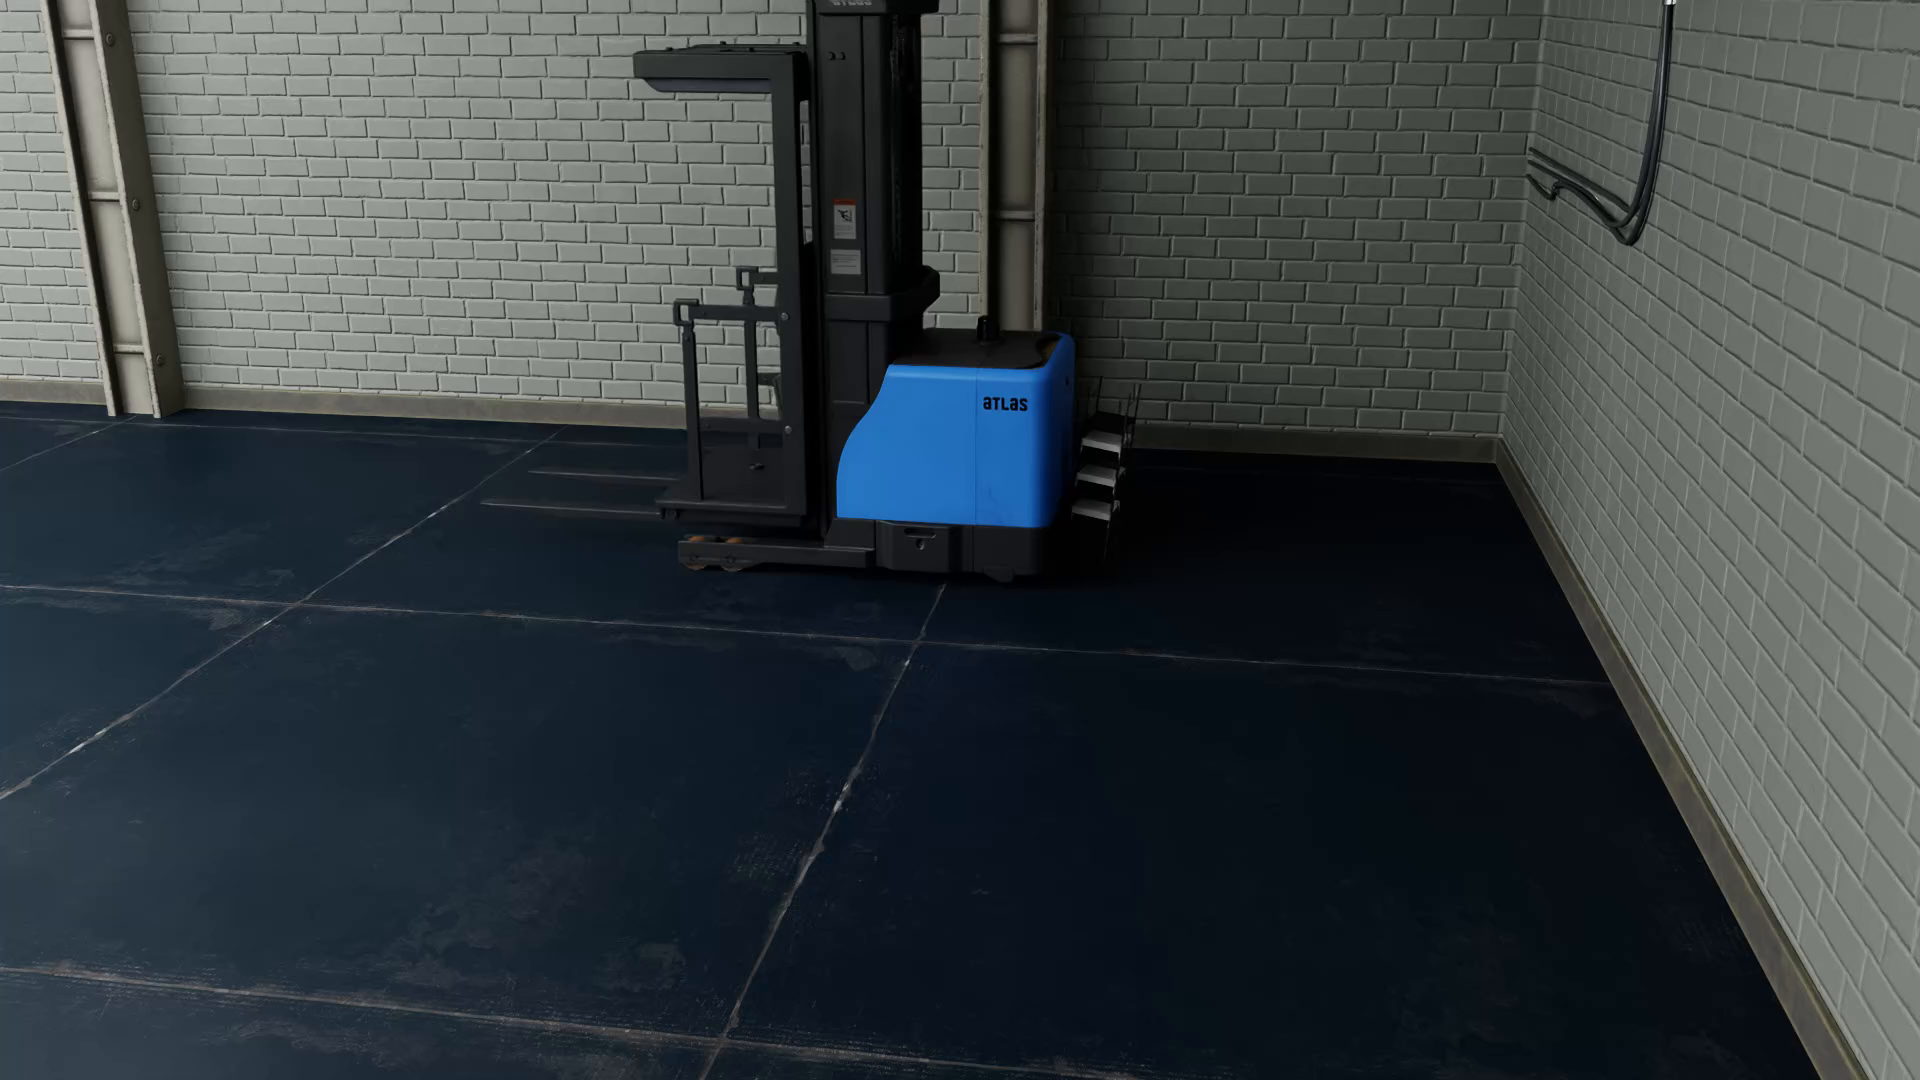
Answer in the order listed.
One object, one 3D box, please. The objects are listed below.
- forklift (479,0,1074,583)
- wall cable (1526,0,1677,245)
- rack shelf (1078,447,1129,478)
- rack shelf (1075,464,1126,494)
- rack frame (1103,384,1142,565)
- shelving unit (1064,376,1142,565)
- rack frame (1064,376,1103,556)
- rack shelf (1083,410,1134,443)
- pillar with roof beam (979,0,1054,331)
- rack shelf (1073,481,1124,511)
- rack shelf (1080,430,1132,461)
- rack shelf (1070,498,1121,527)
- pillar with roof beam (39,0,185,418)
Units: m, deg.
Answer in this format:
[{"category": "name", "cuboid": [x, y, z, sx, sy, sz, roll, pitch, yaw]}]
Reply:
[{"category": "forklift", "cuboid": [-0.960, -1.390, 8.337, 3.031, 2.935, 1.130, 3, 19, 10]}, {"category": "wall cable", "cuboid": [3.034, -2.816, 7.932, 0.112, 2.526, 3.097, 3, 19, 9]}, {"category": "rack shelf", "cuboid": [0.727, -0.404, 8.385, 0.200, 0.077, 0.258, 13, 22, 16]}, {"category": "rack shelf", "cuboid": [0.717, -0.321, 8.417, 0.200, 0.077, 0.258, 13, 22, 16]}, {"category": "rack frame", "cuboid": [0.816, -0.329, 8.377, 0.006, 0.900, 0.240, 13, 22, 16]}, {"category": "shelving unit", "cuboid": [0.721, -0.352, 8.405, 0.210, 0.900, 0.258, 13, 22, 16]}, {"category": "rack frame", "cuboid": [0.625, -0.374, 8.433, 0.006, 0.900, 0.240, 13, 22, 16]}, {"category": "rack shelf", "cuboid": [0.748, -0.571, 8.322, 0.200, 0.077, 0.258, 13, 22, 16]}, {"category": "pillar with roof beam", "cuboid": [-0.348, -3.503, 5.090, 0.400, 9.000, 9.100, 3, 19, 9]}, {"category": "rack shelf", "cuboid": [0.706, -0.237, 8.449, 0.200, 0.077, 0.258, 13, 22, 16]}, {"category": "rack shelf", "cuboid": [0.737, -0.488, 8.353, 0.200, 0.077, 0.258, 13, 22, 16]}, {"category": "rack shelf", "cuboid": [0.696, -0.153, 8.480, 0.200, 0.077, 0.258, 13, 22, 16]}, {"category": "pillar with roof beam", "cuboid": [-6.272, -3.805, 5.992, 0.400, 9.000, 9.100, 3, 19, 9]}]
